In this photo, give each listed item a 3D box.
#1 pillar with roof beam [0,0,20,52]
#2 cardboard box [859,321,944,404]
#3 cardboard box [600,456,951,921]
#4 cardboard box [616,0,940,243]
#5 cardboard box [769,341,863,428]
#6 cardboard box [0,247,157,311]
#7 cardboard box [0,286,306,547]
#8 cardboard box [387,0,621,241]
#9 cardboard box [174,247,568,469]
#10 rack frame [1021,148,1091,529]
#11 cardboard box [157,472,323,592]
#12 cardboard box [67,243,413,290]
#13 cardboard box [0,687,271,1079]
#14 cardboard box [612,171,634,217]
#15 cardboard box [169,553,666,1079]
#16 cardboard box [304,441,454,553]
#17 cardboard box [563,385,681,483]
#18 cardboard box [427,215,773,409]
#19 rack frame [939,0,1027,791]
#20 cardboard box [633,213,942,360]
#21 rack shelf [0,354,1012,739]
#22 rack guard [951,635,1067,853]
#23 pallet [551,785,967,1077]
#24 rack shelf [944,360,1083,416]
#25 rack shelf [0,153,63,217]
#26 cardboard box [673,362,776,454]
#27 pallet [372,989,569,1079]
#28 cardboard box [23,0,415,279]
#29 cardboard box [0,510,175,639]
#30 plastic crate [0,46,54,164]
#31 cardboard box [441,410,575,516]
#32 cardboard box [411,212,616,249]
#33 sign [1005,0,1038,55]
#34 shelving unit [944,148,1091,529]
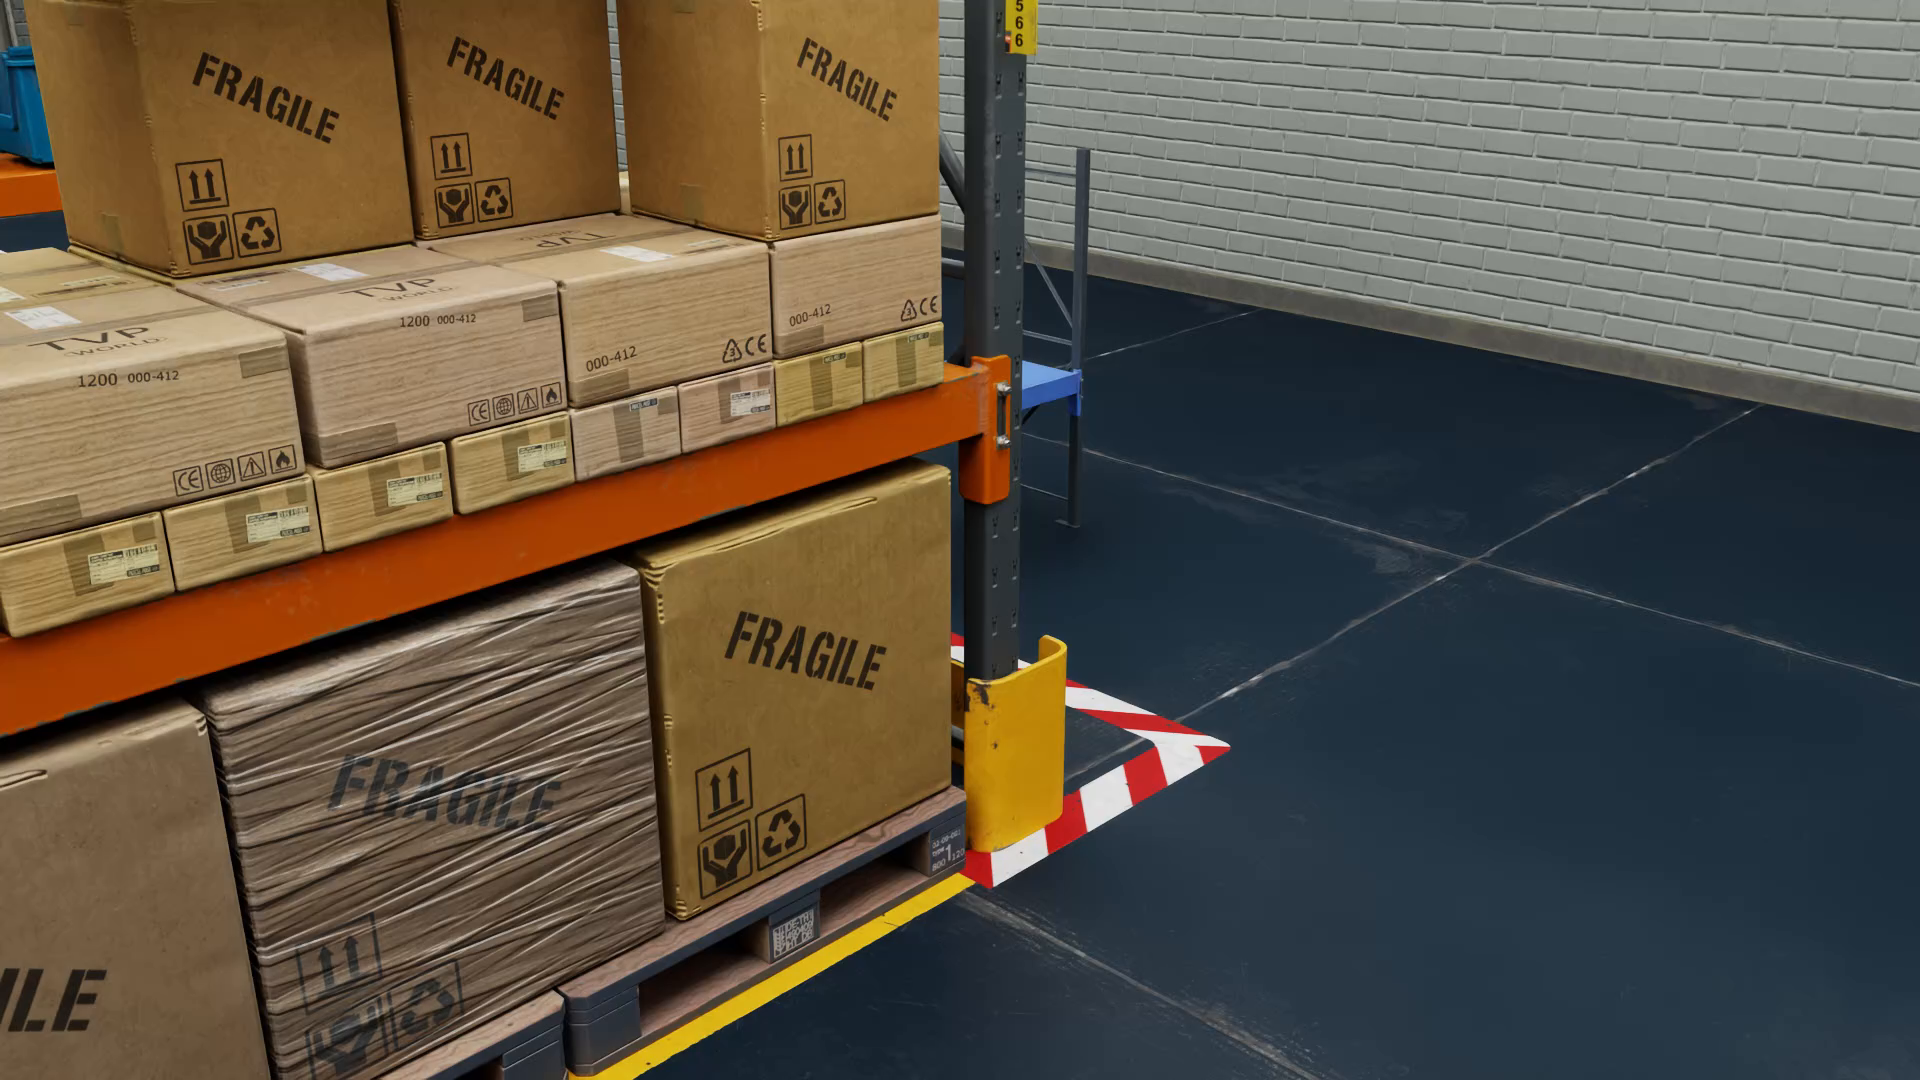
[{"bbox_3d":[-6.542,-7.097,12.495,9.100,9.000,0.400,19,28,41],"label":"pillar with roof beam"},{"bbox_3d":[-0.256,-0.453,3.922,0.250,0.149,0.380,-20,28,-41],"label":"cardboard box"},{"bbox_3d":[-0.632,0.236,4.155,0.875,0.875,0.875,19,28,41],"label":"cardboard box"},{"bbox_3d":[-0.395,-0.972,3.672,0.500,0.500,0.500,20,29,41],"label":"cardboard box"},{"bbox_3d":[-0.436,-0.386,3.747,0.380,0.149,0.250,20,28,41],"label":"cardboard box"},{"bbox_3d":[-1.843,-0.358,3.120,0.500,0.250,0.500,19,28,40],"label":"cardboard box"},{"bbox_3d":[-1.461,-0.226,2.776,0.500,0.250,0.500,19,28,41],"label":"cardboard box"},{"bbox_3d":[-1.120,-0.979,3.689,0.500,0.500,0.500,18,28,39],"label":"cardboard box"},{"bbox_3d":[-1.100,-0.361,3.127,0.500,0.250,0.500,18,27,39],"label":"cardboard box"},{"bbox_3d":[0.295,-0.809,6.588,0.500,1.500,0.032,19,28,41],"label":"rack frame"},{"bbox_3d":[-1.322,-0.060,2.900,0.250,0.149,0.380,-19,28,-41],"label":"cardboard box"},{"bbox_3d":[-1.483,-0.494,3.472,0.500,0.250,0.500,18,27,39],"label":"cardboard box"},{"bbox_3d":[-1.888,0.699,2.952,0.875,0.875,0.875,19,28,41],"label":"cardboard box"},{"bbox_3d":[-0.772,-0.757,4.158,0.500,0.250,0.500,18,28,39],"label":"cardboard box"},{"bbox_3d":[-1.267,0.470,3.547,0.875,0.875,0.875,19,28,41],"label":"cardboard box"},{"bbox_3d":[-1.148,-0.123,3.064,0.380,0.149,0.250,19,28,41],"label":"cardboard box"},{"bbox_3d":[-0.787,-0.257,3.413,0.250,0.149,0.380,-20,28,-41],"label":"cardboard box"},{"bbox_3d":[-0.746,-0.492,3.467,0.500,0.250,0.500,19,28,40],"label":"cardboard box"},{"bbox_3d":[-0.243,-0.744,4.330,1.000,3.000,0.127,19,28,41],"label":"rack frame"},{"bbox_3d":[-0.391,-0.622,3.806,0.500,0.250,0.500,19,28,40],"label":"cardboard box"},{"bbox_3d":[-1.638,0.106,3.121,1.077,0.370,4.000,19,28,41],"label":"rack shelf"},{"bbox_3d":[-0.227,0.417,4.794,1.175,0.500,0.348,19,28,41],"label":"rack guard"},{"bbox_3d":[-0.745,0.783,4.244,1.003,0.211,1.213,19,28,41],"label":"pallet"},{"bbox_3d":[-0.059,-0.510,6.313,0.538,0.185,1.000,19,28,41],"label":"rack shelf"},{"bbox_3d":[-5.187,-1.134,6.346,1.077,0.370,4.000,19,28,41],"label":"rack shelf"},{"bbox_3d":[-0.613,-0.321,3.579,0.380,0.149,0.250,19,28,41],"label":"cardboard box"},{"bbox_3d":[-1.596,1.095,3.432,1.003,0.211,1.213,19,28,41],"label":"pallet"},{"bbox_3d":[-1.477,-0.844,3.339,0.500,0.500,0.500,18,28,39],"label":"cardboard box"},{"bbox_3d":[-1.503,0.007,2.724,0.380,0.149,0.250,18,28,39],"label":"cardboard box"},{"bbox_3d":[-3.892,-1.895,7.192,0.616,0.435,0.499,19,28,41],"label":"plastic crate"},{"bbox_3d":[-0.967,-0.190,3.238,0.380,0.149,0.250,18,28,39],"label":"cardboard box"},{"bbox_3d":[-1.129,-0.622,3.806,0.500,0.250,0.500,19,28,40],"label":"cardboard box"},{"bbox_3d":[0.136,-1.256,3.717,0.100,0.325,0.005,19,28,41],"label":"sign"},{"bbox_3d":[-0.059,-0.678,6.248,0.538,1.500,1.048,19,28,41],"label":"shelving unit"}]
